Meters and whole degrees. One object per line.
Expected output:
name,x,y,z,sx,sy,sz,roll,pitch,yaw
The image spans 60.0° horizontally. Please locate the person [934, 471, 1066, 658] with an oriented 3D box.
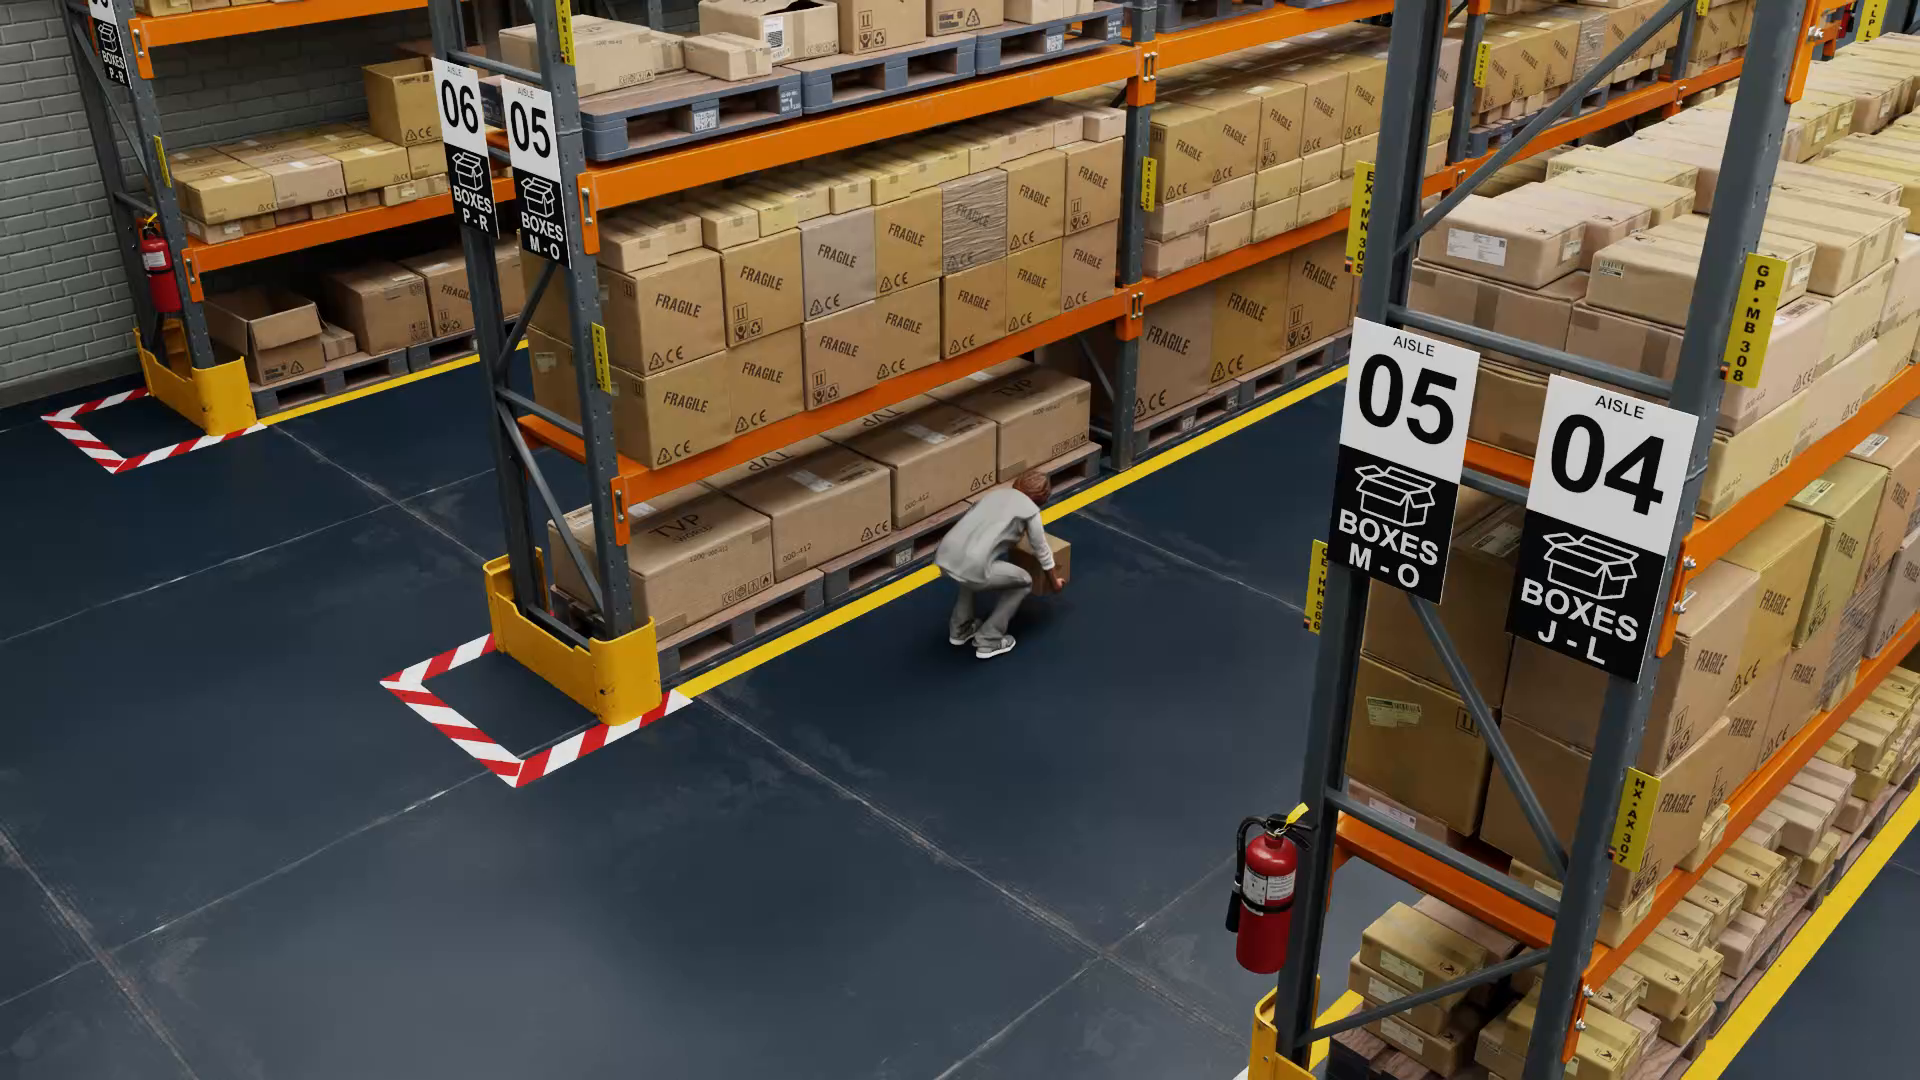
person,0.205,0.139,9.118,0.430,0.896,0.851,23,36,37
